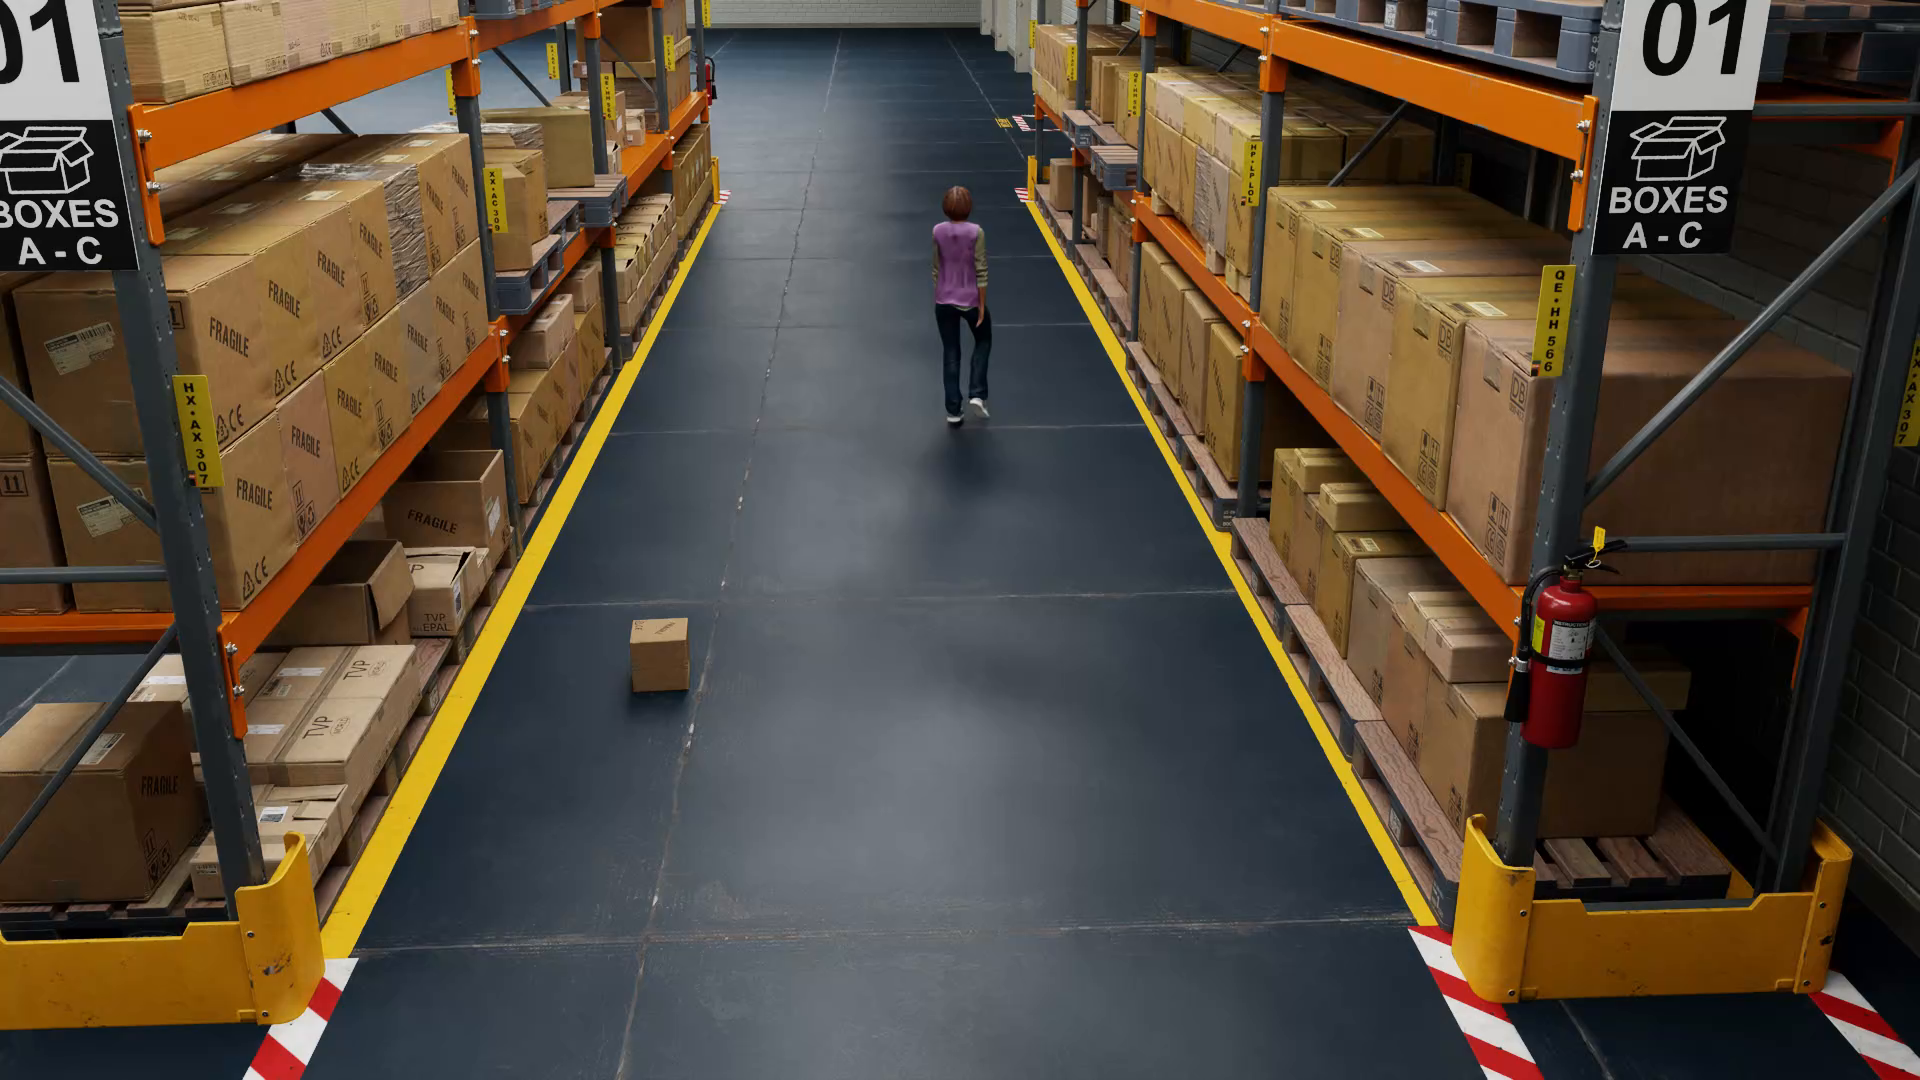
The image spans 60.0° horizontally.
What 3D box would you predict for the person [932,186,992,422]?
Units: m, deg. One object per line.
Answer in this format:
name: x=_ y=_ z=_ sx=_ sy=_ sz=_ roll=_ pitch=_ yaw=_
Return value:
person: x=0.006 y=-1.580 z=11.257 sx=0.413 sy=1.628 sz=0.458 roll=4 pitch=21 yaw=11
